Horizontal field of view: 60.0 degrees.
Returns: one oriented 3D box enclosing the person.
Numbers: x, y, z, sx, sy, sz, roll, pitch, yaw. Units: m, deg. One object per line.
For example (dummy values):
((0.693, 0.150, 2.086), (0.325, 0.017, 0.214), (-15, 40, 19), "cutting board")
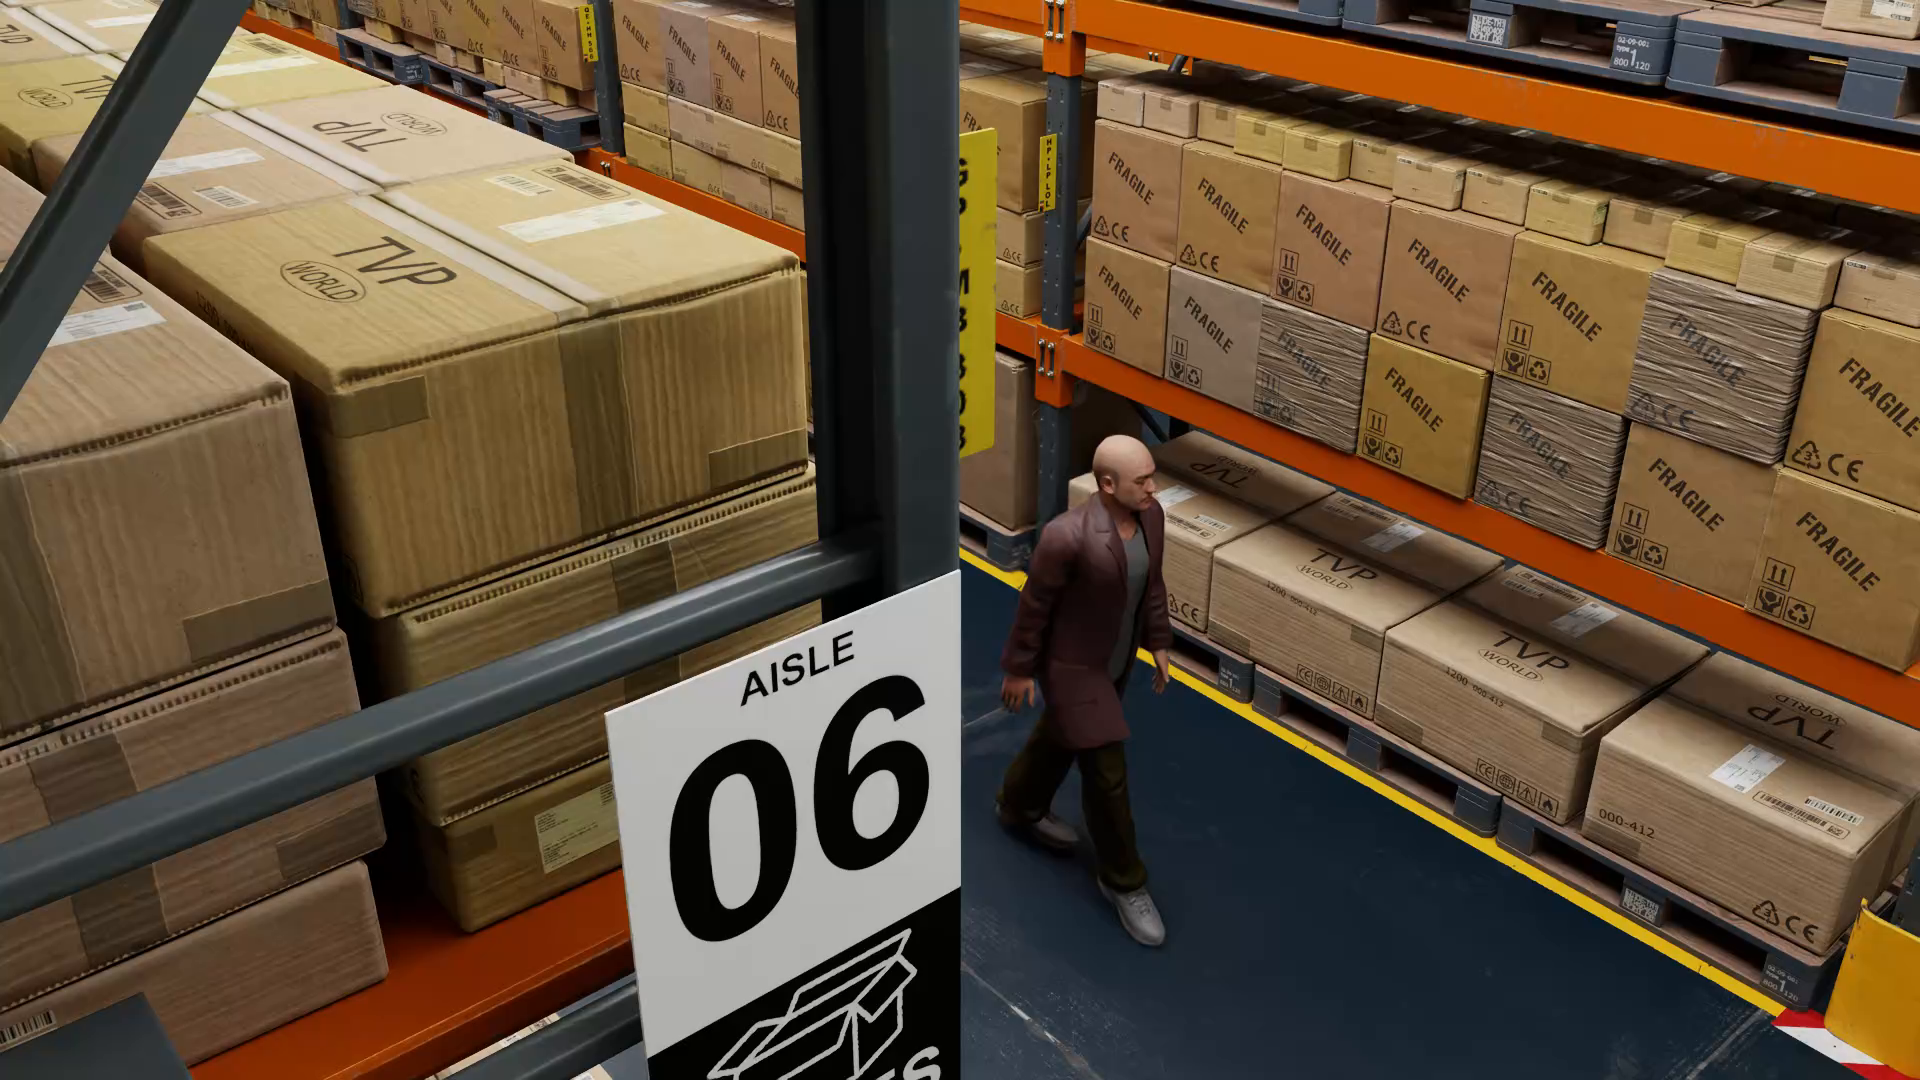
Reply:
((0.490, 0.441, 5.803), (0.898, 1.769, 0.608), (21, 34, 34), "person")
